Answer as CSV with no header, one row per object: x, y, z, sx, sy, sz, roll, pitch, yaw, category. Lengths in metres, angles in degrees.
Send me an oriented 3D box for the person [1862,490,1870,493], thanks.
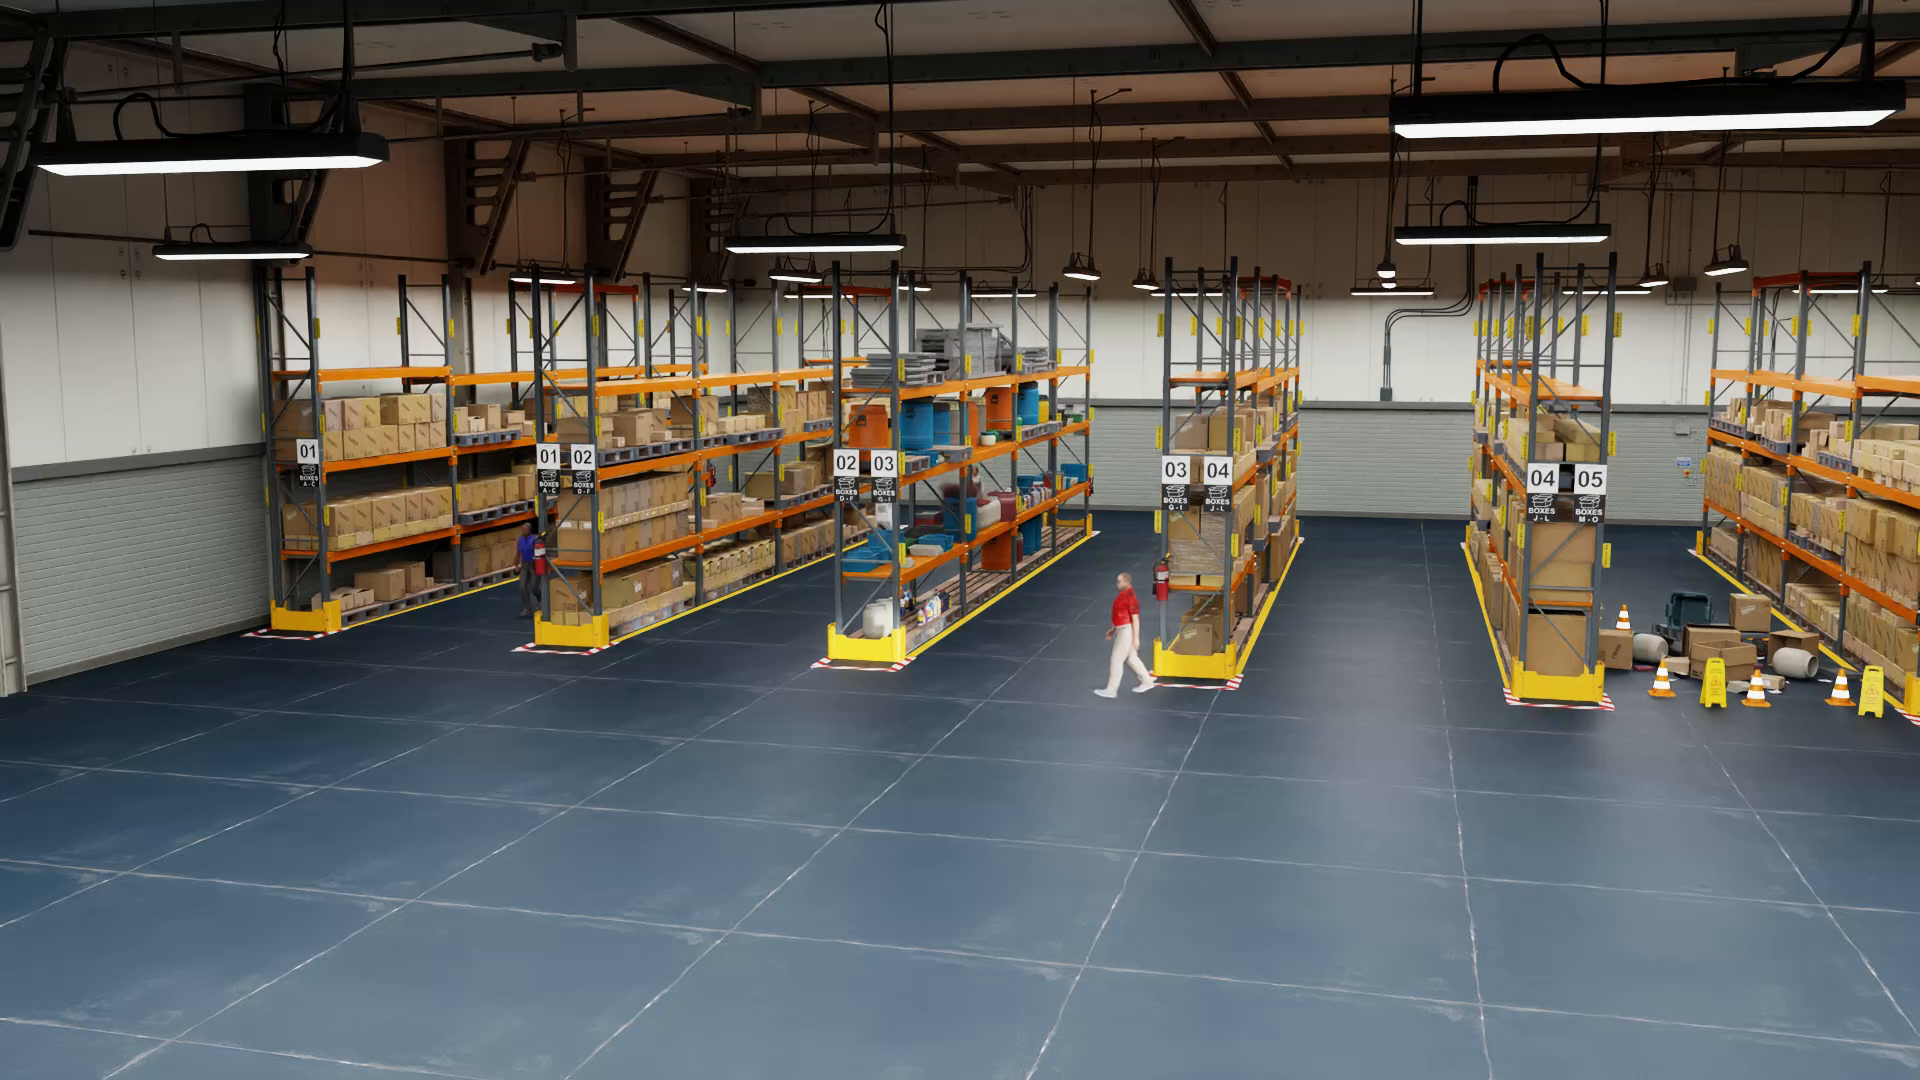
18.570,-0.196,34.041,0.638,1.779,0.528,-3,8,-22,person

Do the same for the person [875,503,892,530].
-1.664,-0.362,35.804,0.467,1.677,0.514,-6,9,-40,person

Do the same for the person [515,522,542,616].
-7.555,0.489,29.336,0.540,1.641,0.555,2,8,16,person

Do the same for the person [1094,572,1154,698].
2.252,1.287,22.734,0.887,1.705,0.529,0,7,-4,person

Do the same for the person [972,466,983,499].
0.373,-1.118,42.079,0.425,1.535,0.980,2,8,16,person
